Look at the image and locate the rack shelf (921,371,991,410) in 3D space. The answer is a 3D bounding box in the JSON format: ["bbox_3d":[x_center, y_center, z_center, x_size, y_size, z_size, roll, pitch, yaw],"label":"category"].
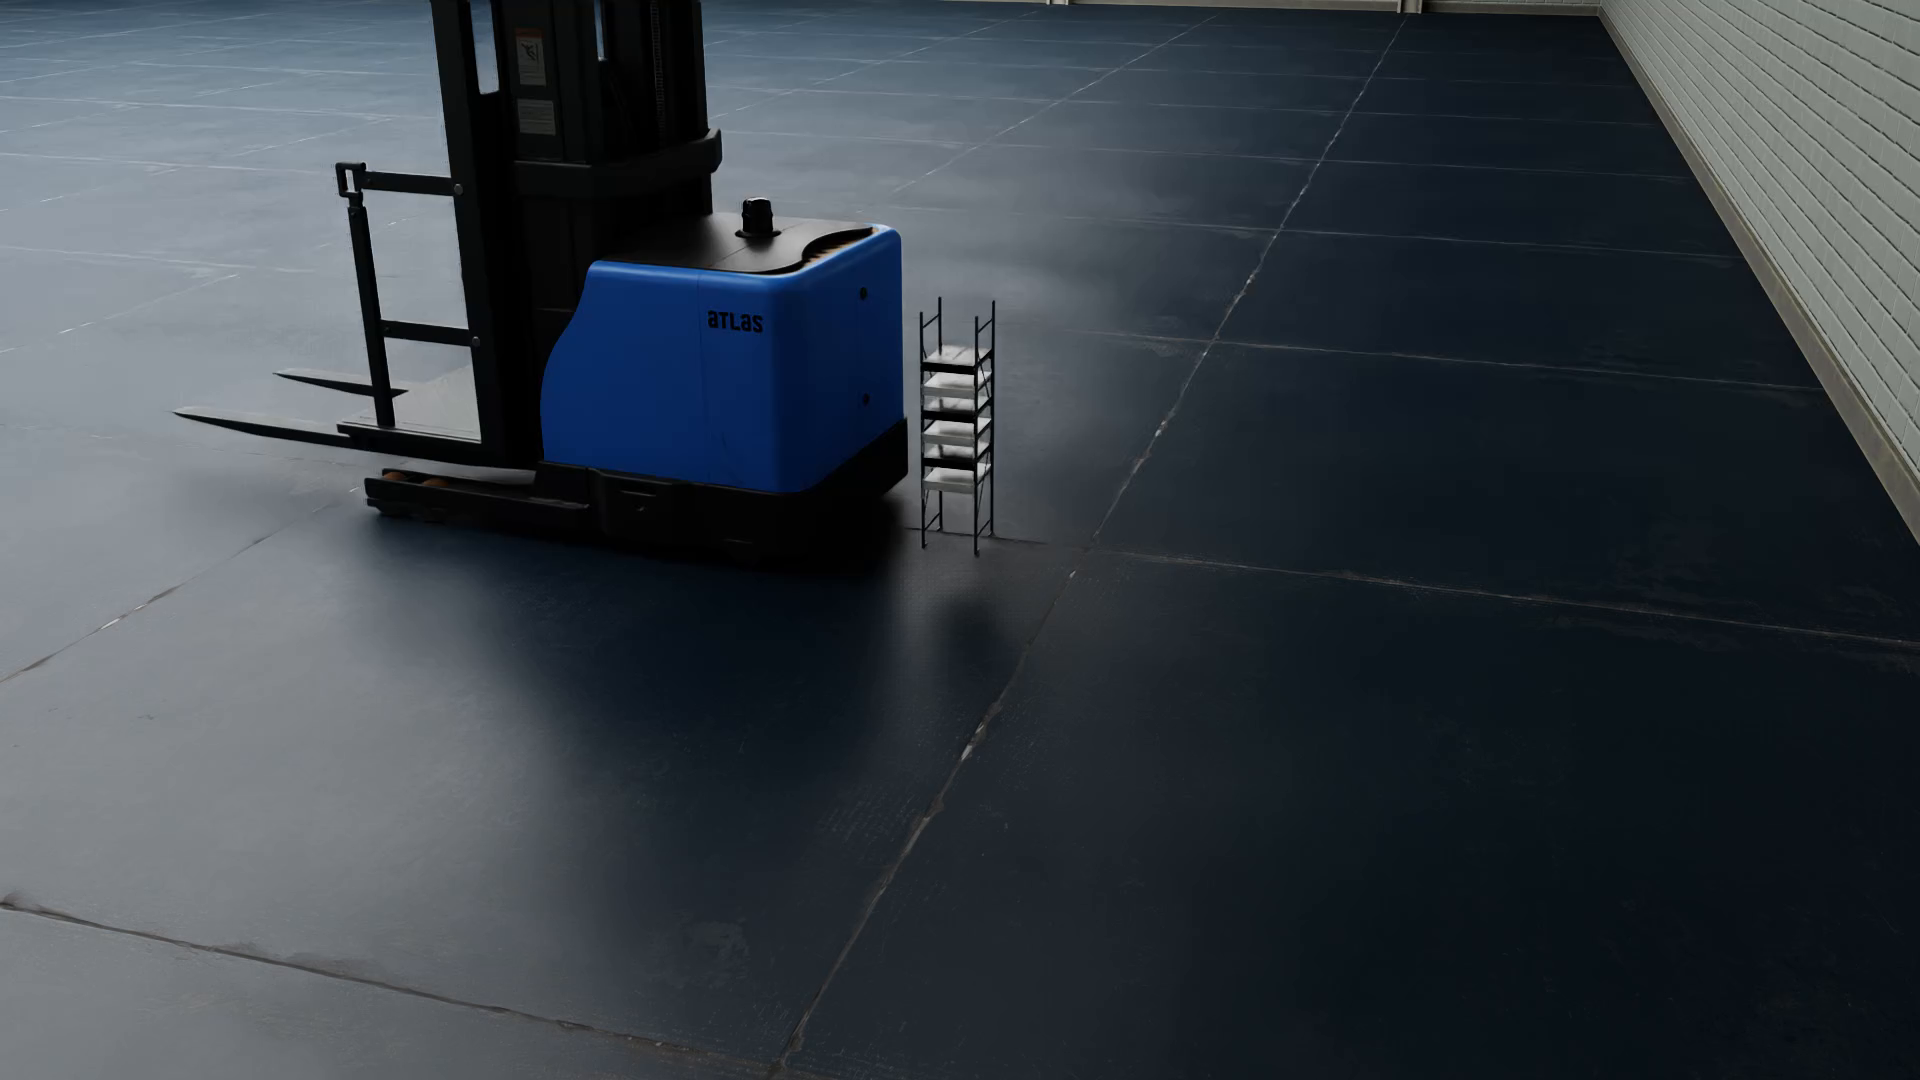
[{"bbox_3d":[-0.008,-0.553,6.046,0.200,0.077,0.258,7,23,16],"label":"rack shelf"}]

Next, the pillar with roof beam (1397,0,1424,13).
[{"bbox_3d":[6.255,-11.401,22.208,0.400,9.000,9.100,7,23,16],"label":"pillar with roof beam"}]

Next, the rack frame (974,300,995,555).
[{"bbox_3d":[0.090,-0.406,6.074,0.006,0.900,0.240,7,23,16],"label":"rack frame"}]

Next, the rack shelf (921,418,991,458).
[{"bbox_3d":[-0.008,-0.386,6.114,0.200,0.077,0.258,7,23,16],"label":"rack shelf"}]

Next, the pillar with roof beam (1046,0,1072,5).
[{"bbox_3d":[0.511,-12.059,23.811,0.400,9.000,9.100,7,23,16],"label":"pillar with roof beam"}]

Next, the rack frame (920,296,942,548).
[{"bbox_3d":[-0.105,-0.428,6.129,0.006,0.900,0.240,7,23,16],"label":"rack frame"}]

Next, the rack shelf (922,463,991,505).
[{"bbox_3d":[-0.008,-0.220,6.182,0.200,0.077,0.258,7,23,16],"label":"rack shelf"}]

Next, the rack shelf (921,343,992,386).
[{"bbox_3d":[-0.008,-0.636,6.012,0.200,0.077,0.258,7,23,16],"label":"rack shelf"}]

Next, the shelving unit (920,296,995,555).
[{"bbox_3d":[-0.008,-0.417,6.101,0.210,0.900,0.258,7,23,16],"label":"shelving unit"}]

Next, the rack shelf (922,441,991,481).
[{"bbox_3d":[-0.008,-0.303,6.148,0.200,0.077,0.258,7,23,16],"label":"rack shelf"}]

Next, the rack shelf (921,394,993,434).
[{"bbox_3d":[-0.008,-0.470,6.080,0.200,0.077,0.258,7,23,16],"label":"rack shelf"}]

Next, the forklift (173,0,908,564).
[{"bbox_3d":[-1.782,-1.603,6.316,3.031,2.935,1.130,8,24,19],"label":"forklift"}]
